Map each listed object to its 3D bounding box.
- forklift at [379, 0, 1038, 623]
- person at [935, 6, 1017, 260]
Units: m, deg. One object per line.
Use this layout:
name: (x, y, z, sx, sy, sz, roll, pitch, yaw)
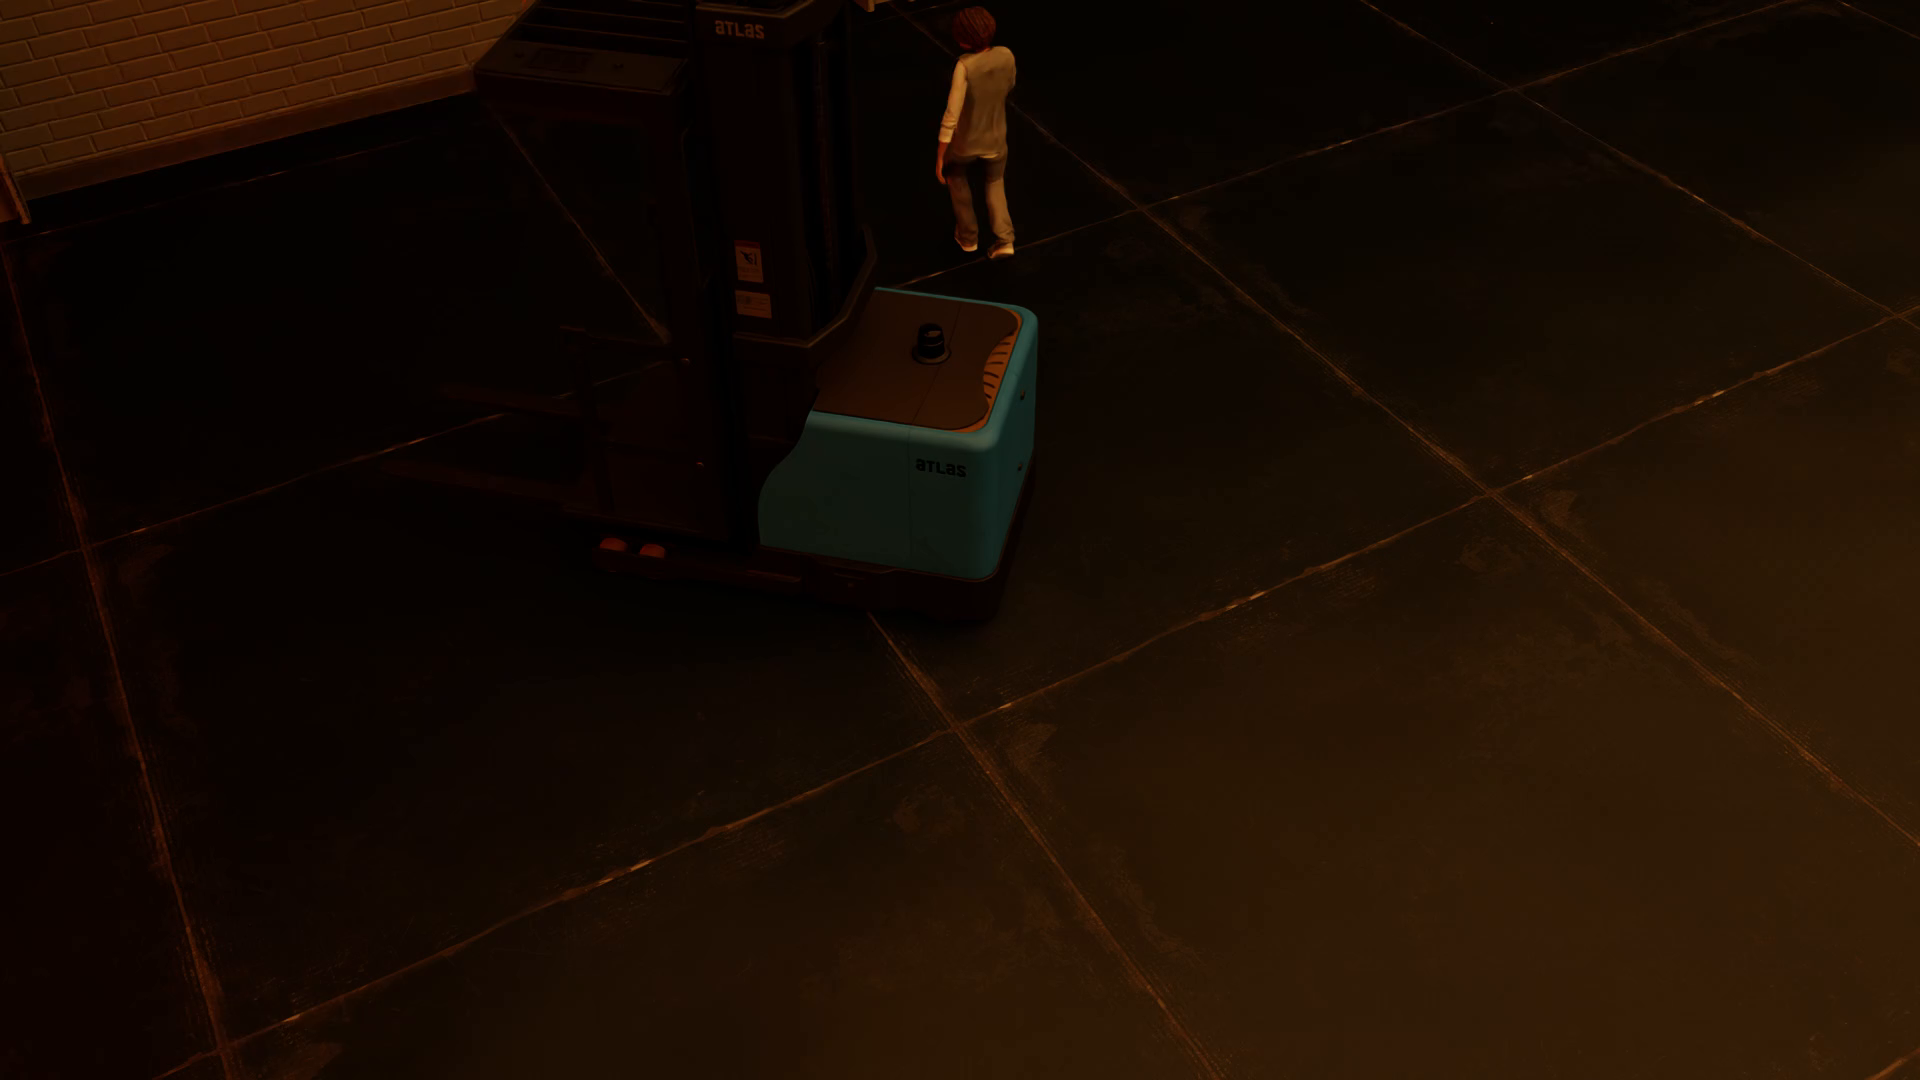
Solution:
forklift: (-1.211, -1.233, 7.027, 3.031, 2.935, 1.130, 9, 44, 10)
person: (0.066, -2.193, 9.100, 0.529, 1.539, 0.615, -10, 44, -10)
